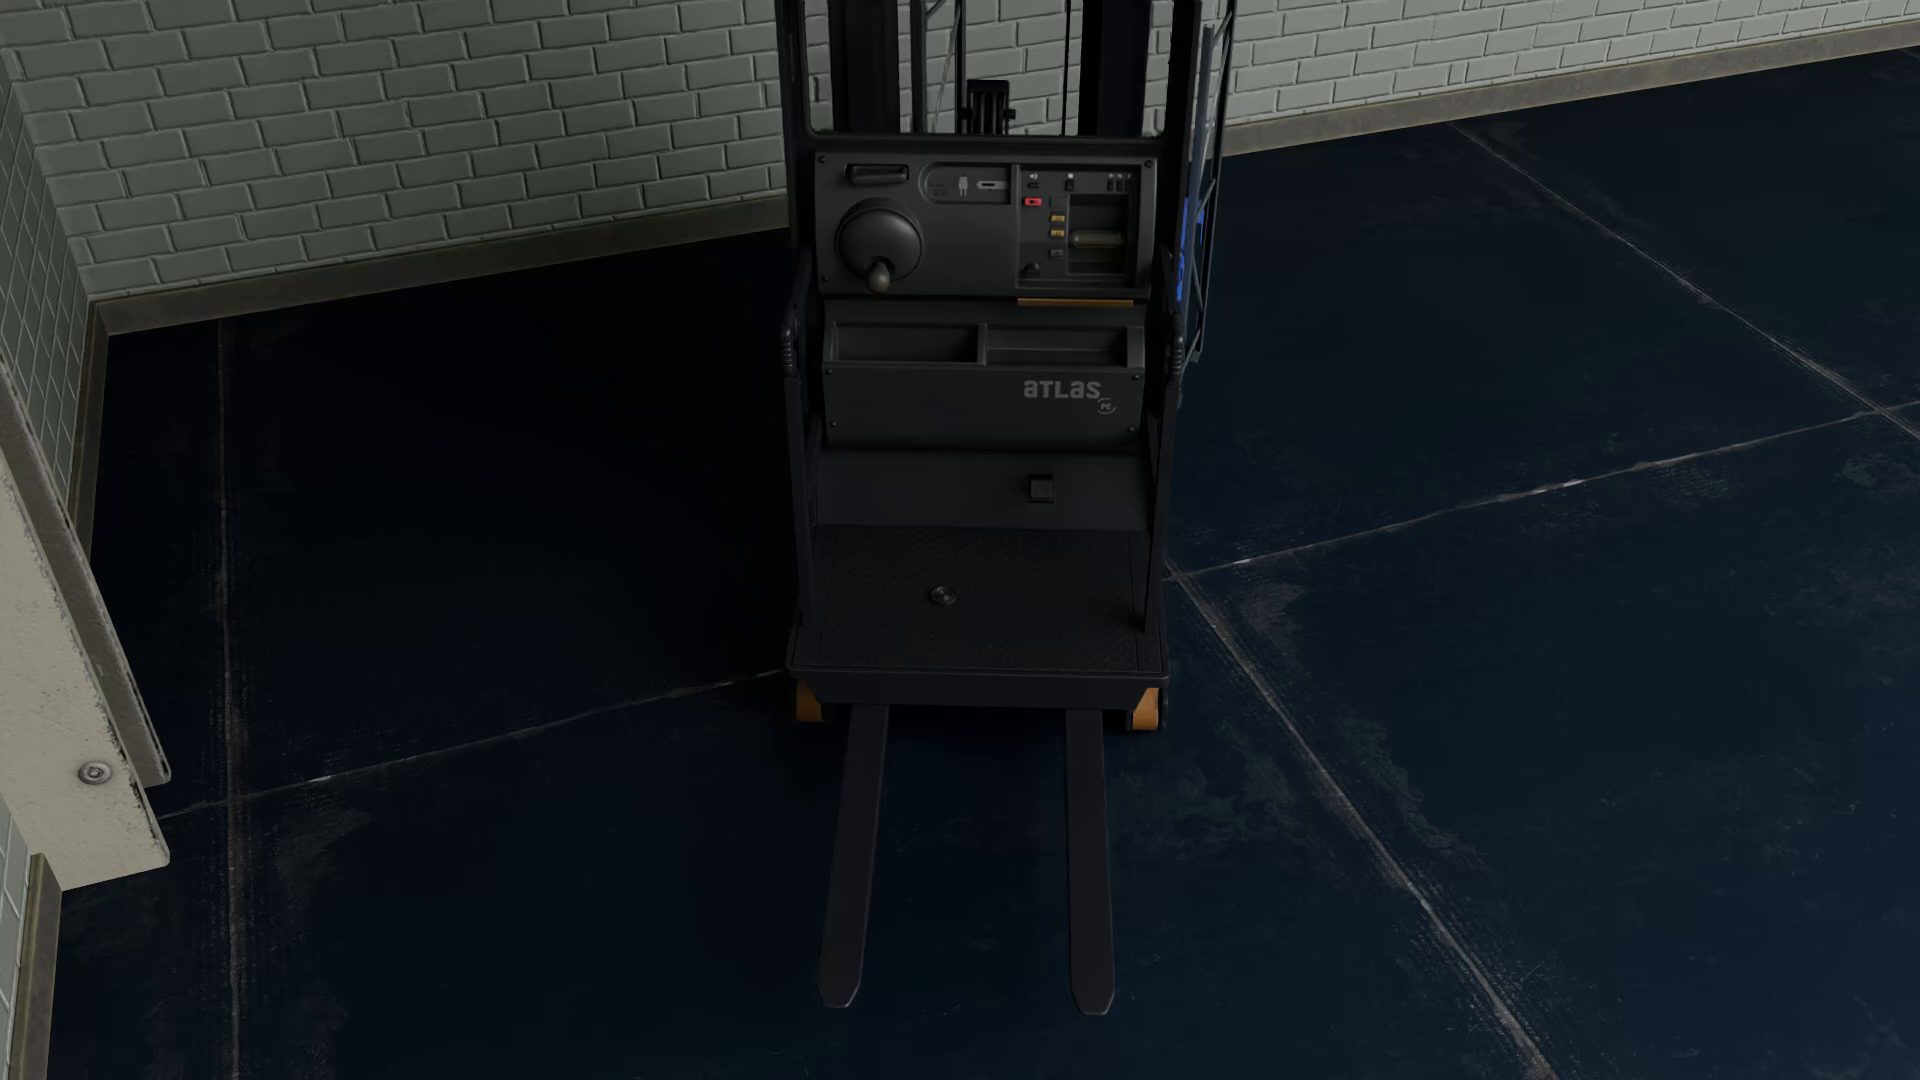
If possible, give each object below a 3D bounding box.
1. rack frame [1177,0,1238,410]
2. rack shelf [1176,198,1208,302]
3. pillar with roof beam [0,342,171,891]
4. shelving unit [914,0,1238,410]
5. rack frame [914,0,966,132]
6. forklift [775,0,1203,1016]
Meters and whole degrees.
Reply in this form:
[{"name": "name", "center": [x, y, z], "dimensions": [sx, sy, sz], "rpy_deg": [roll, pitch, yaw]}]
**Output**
[{"name": "rack frame", "center": [0.898, -1.239, 6.148], "dimensions": [0.032, 1.500, 0.500], "rpy_deg": [11, 38, 14]}, {"name": "rack shelf", "center": [0.414, -1.190, 6.382], "dimensions": [1.000, 0.185, 0.538], "rpy_deg": [11, 38, 14]}, {"name": "pillar with roof beam", "center": [1.657, -3.674, 3.148], "dimensions": [9.100, 9.000, 0.400], "rpy_deg": [-12, 39, -16]}, {"name": "shelving unit", "center": [0.414, -1.333, 6.274], "dimensions": [1.048, 1.500, 0.538], "rpy_deg": [11, 38, 14]}, {"name": "rack frame", "center": [-0.069, -1.428, 6.399], "dimensions": [0.032, 1.500, 0.500], "rpy_deg": [11, 38, 14]}, {"name": "forklift", "center": [0.063, -0.796, 4.371], "dimensions": [1.130, 2.935, 3.031], "rpy_deg": [1, 37, 2]}]
